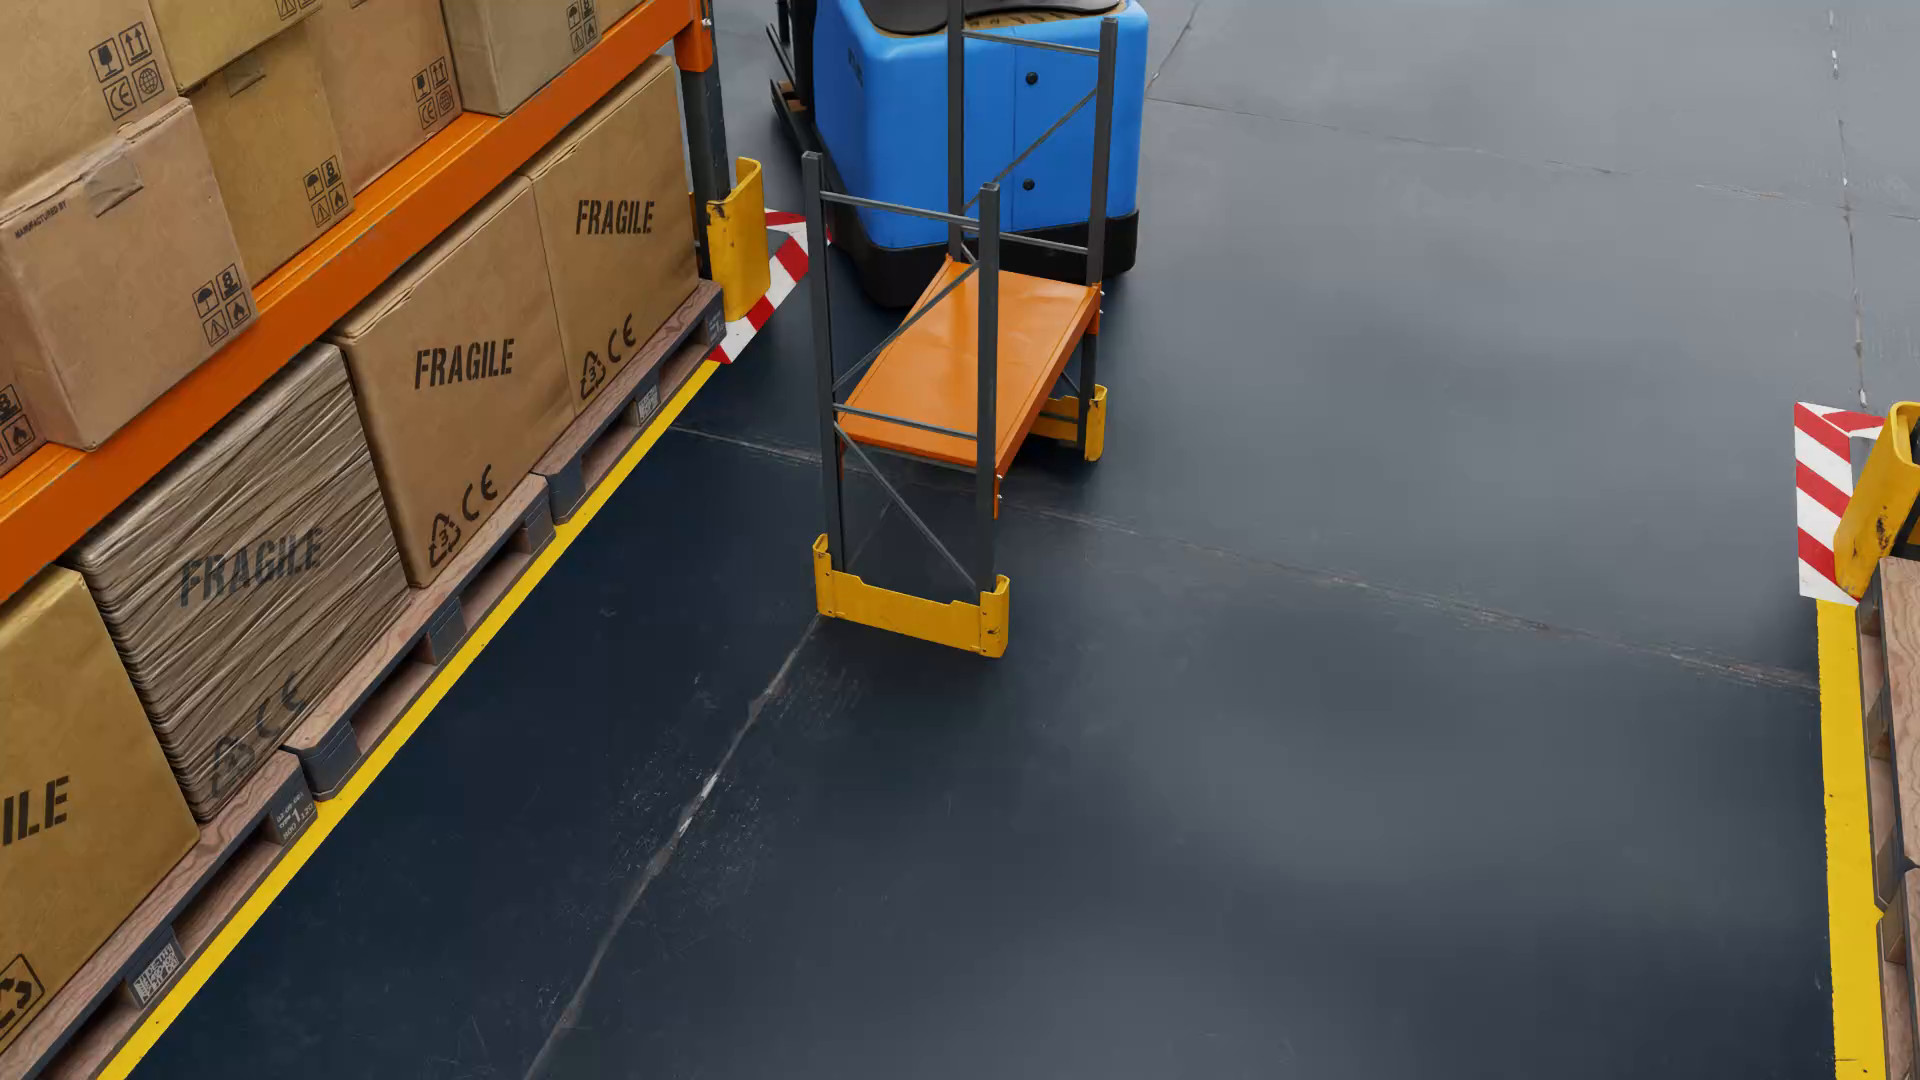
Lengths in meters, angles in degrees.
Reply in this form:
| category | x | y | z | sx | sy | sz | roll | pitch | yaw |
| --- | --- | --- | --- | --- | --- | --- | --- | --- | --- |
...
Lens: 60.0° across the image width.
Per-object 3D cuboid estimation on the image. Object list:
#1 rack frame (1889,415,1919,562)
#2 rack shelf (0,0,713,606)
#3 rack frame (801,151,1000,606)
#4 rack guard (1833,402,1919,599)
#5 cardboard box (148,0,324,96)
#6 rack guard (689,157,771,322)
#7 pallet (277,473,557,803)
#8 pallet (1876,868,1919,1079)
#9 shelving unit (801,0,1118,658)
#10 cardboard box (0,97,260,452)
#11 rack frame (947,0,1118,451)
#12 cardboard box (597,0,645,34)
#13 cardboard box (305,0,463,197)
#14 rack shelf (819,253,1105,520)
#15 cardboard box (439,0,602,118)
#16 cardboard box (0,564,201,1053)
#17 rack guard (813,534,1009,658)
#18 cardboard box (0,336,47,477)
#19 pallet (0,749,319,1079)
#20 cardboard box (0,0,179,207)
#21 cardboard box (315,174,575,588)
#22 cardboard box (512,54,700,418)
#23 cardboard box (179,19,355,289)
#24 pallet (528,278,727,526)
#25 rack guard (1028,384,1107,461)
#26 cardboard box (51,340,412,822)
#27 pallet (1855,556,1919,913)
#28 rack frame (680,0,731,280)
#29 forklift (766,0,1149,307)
| category | x | y | z | sx | sy | sz | roll | pitch | yaw |
| --- | --- | --- | --- | --- | --- | --- | --- | --- | --- |
| rack frame | 3.301 | -0.998 | 4.109 | 1.000 | 3.000 | 0.127 | 13 | 42 | 15 |
| rack shelf | -2.009 | -0.667 | 4.275 | 1.077 | 0.370 | 4.000 | 13 | 42 | 15 |
| rack frame | -0.145 | -0.313 | 4.461 | 0.500 | 1.500 | 0.032 | 13 | 42 | 15 |
| rack guard | 3.275 | -0.001 | 4.866 | 1.175 | 0.500 | 0.348 | 13 | 42 | 15 |
| cardboard box | -1.968 | -1.392 | 3.622 | 0.875 | 0.550 | 0.500 | 13 | 42 | 15 |
| rack guard | -1.317 | -1.225 | 6.300 | 1.175 | 0.500 | 0.348 | 13 | 42 | 15 |
| pallet | -1.944 | 0.147 | 4.916 | 1.003 | 0.211 | 1.213 | 13 | 42 | 15 |
| pallet | 2.545 | 1.338 | 3.519 | 1.003 | 0.211 | 1.213 | 13 | 42 | 15 |
| shelving unit | 0.026 | -0.617 | 4.818 | 0.587 | 1.500 | 1.083 | 13 | 42 | 15 |
| cardboard box | -2.116 | -0.650 | 3.585 | 0.875 | 0.550 | 0.550 | 13 | 42 | 15 |
| rack frame | 0.203 | -0.933 | 5.188 | 0.500 | 1.500 | 0.032 | 13 | 42 | 15 |
| cardboard box | -1.410 | -1.982 | 5.146 | 0.875 | 0.550 | 0.550 | 13 | 42 | 15 |
| cardboard box | -1.887 | -1.328 | 4.379 | 0.875 | 0.550 | 0.550 | 13 | 42 | 15 |
| rack shelf | 0.029 | -0.486 | 4.941 | 0.538 | 0.185 | 1.000 | 13 | 42 | 15 |
| cardboard box | -1.577 | -1.641 | 4.747 | 0.875 | 0.550 | 0.550 | 13 | 42 | 15 |
| cardboard box | -2.413 | 0.559 | 3.597 | 0.875 | 0.875 | 0.875 | 14 | 42 | 16 |
| rack guard | -0.144 | 0.162 | 4.867 | 0.587 | 0.250 | 0.087 | 13 | 42 | 15 |
| cardboard box | -2.412 | -0.346 | 3.229 | 0.875 | 0.550 | 0.550 | 13 | 42 | 15 |
| pallet | -2.360 | 0.893 | 4.040 | 1.003 | 0.211 | 1.213 | 13 | 42 | 15 |
| cardboard box | -2.142 | -1.067 | 3.241 | 0.875 | 0.550 | 0.550 | 13 | 42 | 15 |
| cardboard box | -1.794 | -0.547 | 4.893 | 0.875 | 0.875 | 0.875 | 13 | 42 | 14 |
| cardboard box | -1.495 | -1.084 | 5.523 | 0.875 | 0.875 | 0.875 | 14 | 42 | 15 |
| cardboard box | -2.029 | -0.995 | 3.990 | 0.875 | 0.550 | 0.500 | 13 | 42 | 15 |
| pallet | -1.525 | -0.595 | 5.785 | 1.003 | 0.211 | 1.213 | 13 | 42 | 15 |
| rack guard | 0.196 | -0.445 | 5.579 | 0.587 | 0.250 | 0.087 | 13 | 42 | 15 |
| cardboard box | -2.108 | 0.009 | 4.242 | 0.875 | 0.875 | 0.875 | 14 | 42 | 15 |
| pallet | 2.964 | 0.596 | 4.388 | 1.003 | 0.211 | 1.213 | 13 | 42 | 15 |
| rack frame | -1.326 | -2.161 | 5.472 | 1.000 | 3.000 | 0.127 | 13 | 42 | 15 |
| forklift | -0.215 | -2.944 | 6.442 | 1.130 | 2.935 | 3.031 | -10 | 42 | -12 |
